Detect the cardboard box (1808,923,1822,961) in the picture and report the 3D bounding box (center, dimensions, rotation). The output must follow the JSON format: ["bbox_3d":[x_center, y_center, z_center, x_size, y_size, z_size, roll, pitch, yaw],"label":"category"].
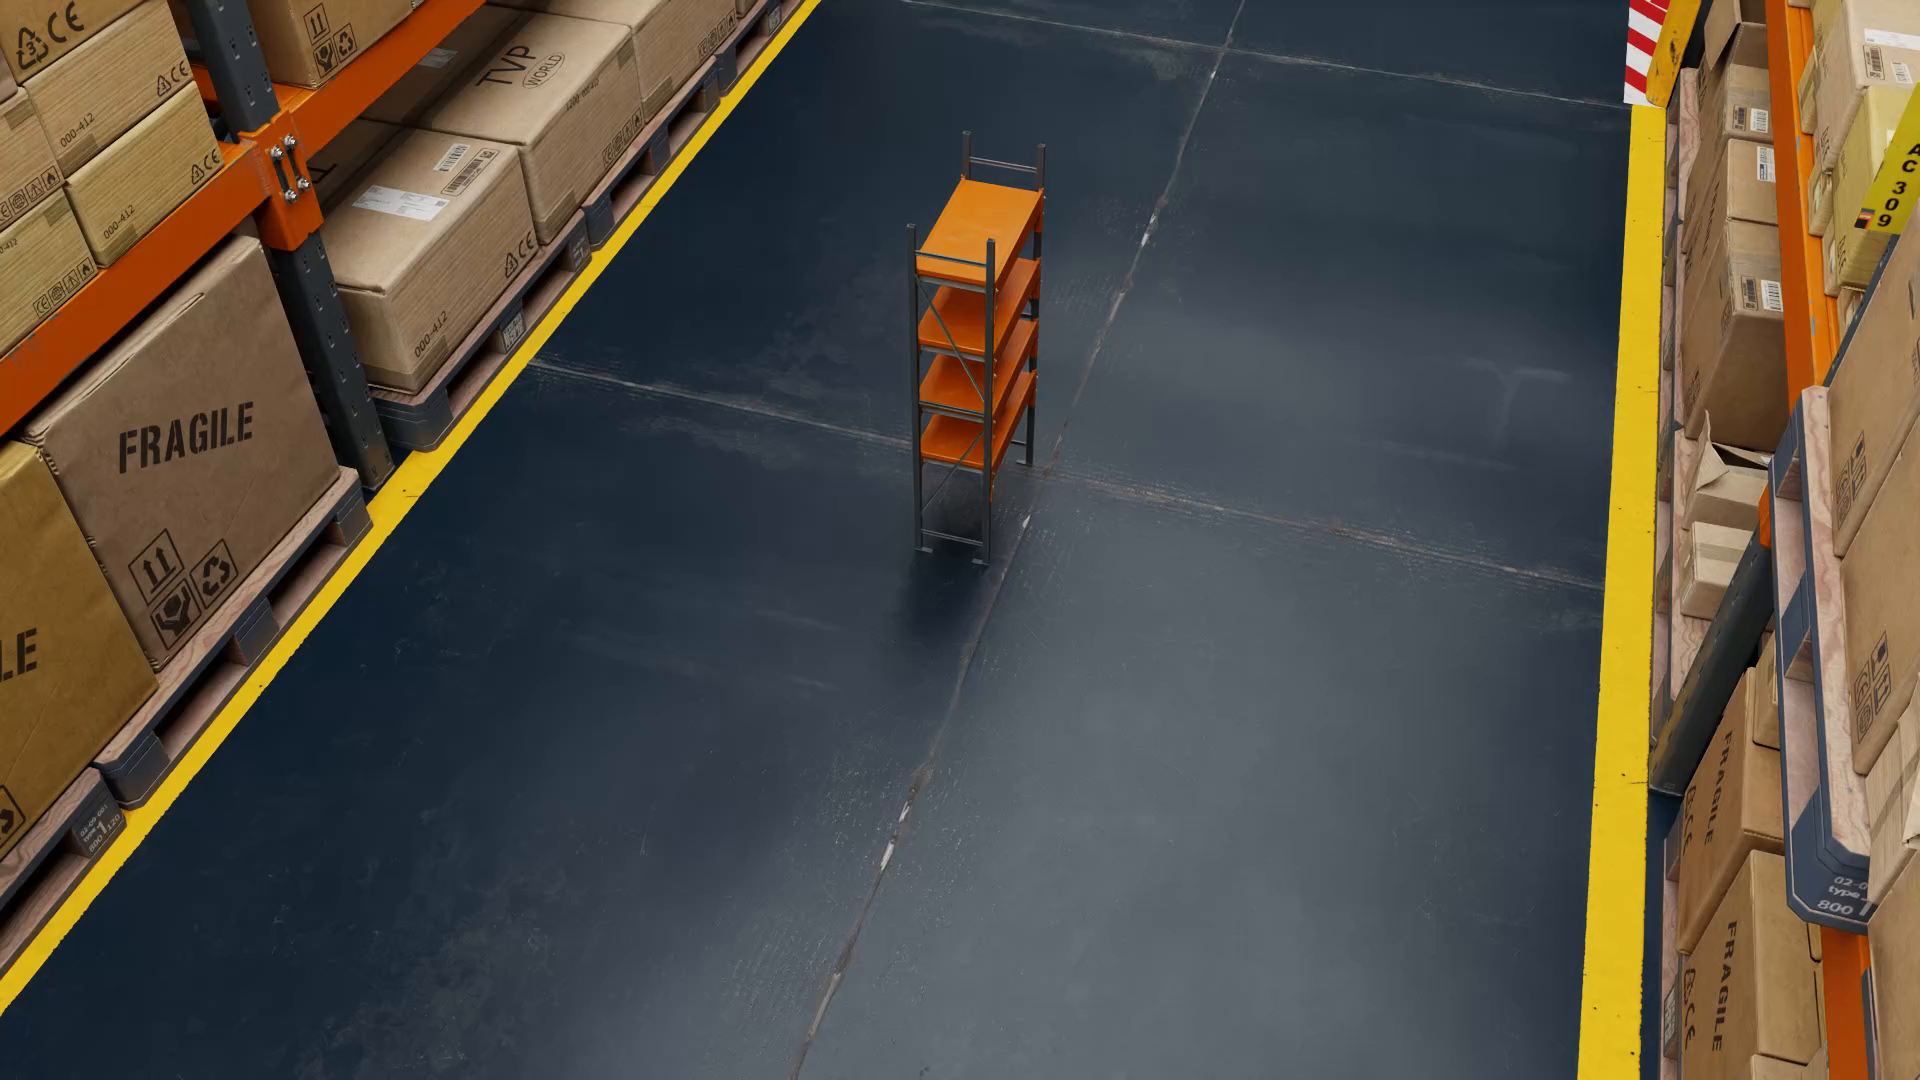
[{"bbox_3d":[1.937,0.748,3.365,0.380,0.149,0.250,10,45,10],"label":"cardboard box"}]

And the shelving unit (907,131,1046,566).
[{"bbox_3d":[0.050,-0.539,4.943,0.258,1.200,0.503,13,46,13],"label":"shelving unit"}]

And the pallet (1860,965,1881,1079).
[{"bbox_3d":[1.749,1.116,2.102,1.003,0.211,1.213,13,46,13],"label":"pallet"}]

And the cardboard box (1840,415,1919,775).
[{"bbox_3d":[1.859,0.113,2.618,0.700,0.500,0.500,13,46,13],"label":"cardboard box"}]

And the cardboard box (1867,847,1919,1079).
[{"bbox_3d":[1.622,0.636,2.083,0.700,0.500,0.500,12,46,12],"label":"cardboard box"}]

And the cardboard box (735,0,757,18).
[{"bbox_3d":[-1.249,-2.810,7.508,0.875,0.438,0.875,11,45,11],"label":"cardboard box"}]

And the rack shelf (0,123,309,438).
[{"bbox_3d":[-2.961,0.220,3.395,1.077,0.370,4.000,13,46,13],"label":"rack shelf"}]

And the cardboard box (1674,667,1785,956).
[{"bbox_3d":[2.015,0.697,3.880,0.500,0.500,0.500,14,46,14],"label":"cardboard box"}]

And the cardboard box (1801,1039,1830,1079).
[{"bbox_3d":[1.755,1.092,3.013,0.380,0.149,0.250,12,46,12],"label":"cardboard box"}]

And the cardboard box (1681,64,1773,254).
[{"bbox_3d":[3.016,-1.295,5.916,0.700,0.500,0.500,14,46,14],"label":"cardboard box"}]

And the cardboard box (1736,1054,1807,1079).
[{"bbox_3d":[1.708,1.386,3.176,0.500,0.500,0.500,11,45,11],"label":"cardboard box"}]

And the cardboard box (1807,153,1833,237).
[{"bbox_3d":[2.346,-0.854,4.158,0.380,0.149,0.250,14,46,14],"label":"cardboard box"}]

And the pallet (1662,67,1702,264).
[{"bbox_3d":[3.324,-1.408,6.539,1.003,0.211,1.213,13,46,13],"label":"pallet"}]

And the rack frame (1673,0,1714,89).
[{"bbox_3d":[3.587,-2.987,6.158,1.000,3.000,0.127,13,46,13],"label":"rack frame"}]

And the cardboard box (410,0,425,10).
[{"bbox_3d":[-1.808,-1.998,5.075,0.500,0.500,0.500,13,46,13],"label":"cardboard box"}]

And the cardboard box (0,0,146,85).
[{"bbox_3d":[-2.252,-1.412,3.762,0.500,0.500,0.500,14,46,14],"label":"cardboard box"}]

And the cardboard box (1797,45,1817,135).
[{"bbox_3d":[2.501,-1.199,4.510,0.380,0.149,0.250,12,46,12],"label":"cardboard box"}]

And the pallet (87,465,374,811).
[{"bbox_3d":[-2.518,0.157,4.939,1.003,0.211,1.213,13,46,13],"label":"pallet"}]

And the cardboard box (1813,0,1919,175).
[{"bbox_3d":[2.435,-1.102,4.126,0.500,0.250,0.500,13,46,13],"label":"cardboard box"}]

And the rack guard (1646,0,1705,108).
[{"bbox_3d":[3.564,-2.043,6.981,1.175,0.500,0.348,13,46,13],"label":"rack guard"}]

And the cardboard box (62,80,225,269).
[{"bbox_3d":[-2.251,-0.964,4.198,0.500,0.250,0.500,12,46,12],"label":"cardboard box"}]

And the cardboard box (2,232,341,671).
[{"bbox_3d":[-2.467,-0.331,4.662,0.875,0.875,0.875,14,46,14],"label":"cardboard box"}]

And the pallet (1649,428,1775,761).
[{"bbox_3d":[2.585,0.218,4.876,1.003,0.211,1.213,13,46,13],"label":"pallet"}]

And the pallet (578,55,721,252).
[{"bbox_3d":[-1.683,-1.680,6.815,1.003,0.211,1.213,13,46,12],"label":"pallet"}]

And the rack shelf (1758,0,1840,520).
[{"bbox_3d":[2.982,-1.397,5.047,1.077,0.370,4.000,13,46,13],"label":"rack shelf"}]

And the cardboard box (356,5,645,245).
[{"bbox_3d":[-1.793,-1.597,6.269,0.875,0.438,0.875,11,45,11],"label":"cardboard box"}]

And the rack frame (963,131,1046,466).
[{"bbox_3d":[0.124,-0.702,5.109,0.240,1.200,0.015,13,46,13],"label":"rack frame"}]

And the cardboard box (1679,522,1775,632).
[{"bbox_3d":[2.265,0.114,4.727,0.380,0.149,0.250,11,45,11],"label":"cardboard box"}]

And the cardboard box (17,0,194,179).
[{"bbox_3d":[-2.258,-1.150,4.030,0.500,0.250,0.500,12,46,12],"label":"cardboard box"}]

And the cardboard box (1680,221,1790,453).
[{"bbox_3d":[2.701,-0.603,5.209,0.700,0.500,0.500,11,45,11],"label":"cardboard box"}]

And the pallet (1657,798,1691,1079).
[{"bbox_3d":[2.166,1.226,3.847,1.003,0.211,1.213,13,46,13],"label":"pallet"}]

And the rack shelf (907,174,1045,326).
[{"bbox_3d":[0.050,-0.820,4.668,0.258,0.148,0.480,13,46,13],"label":"rack shelf"}]

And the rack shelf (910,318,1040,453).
[{"bbox_3d":[0.050,-0.491,4.990,0.258,0.148,0.480,13,46,13],"label":"rack shelf"}]

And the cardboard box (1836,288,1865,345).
[{"bbox_3d":[2.232,-0.497,3.793,0.380,0.149,0.250,13,46,13],"label":"cardboard box"}]
